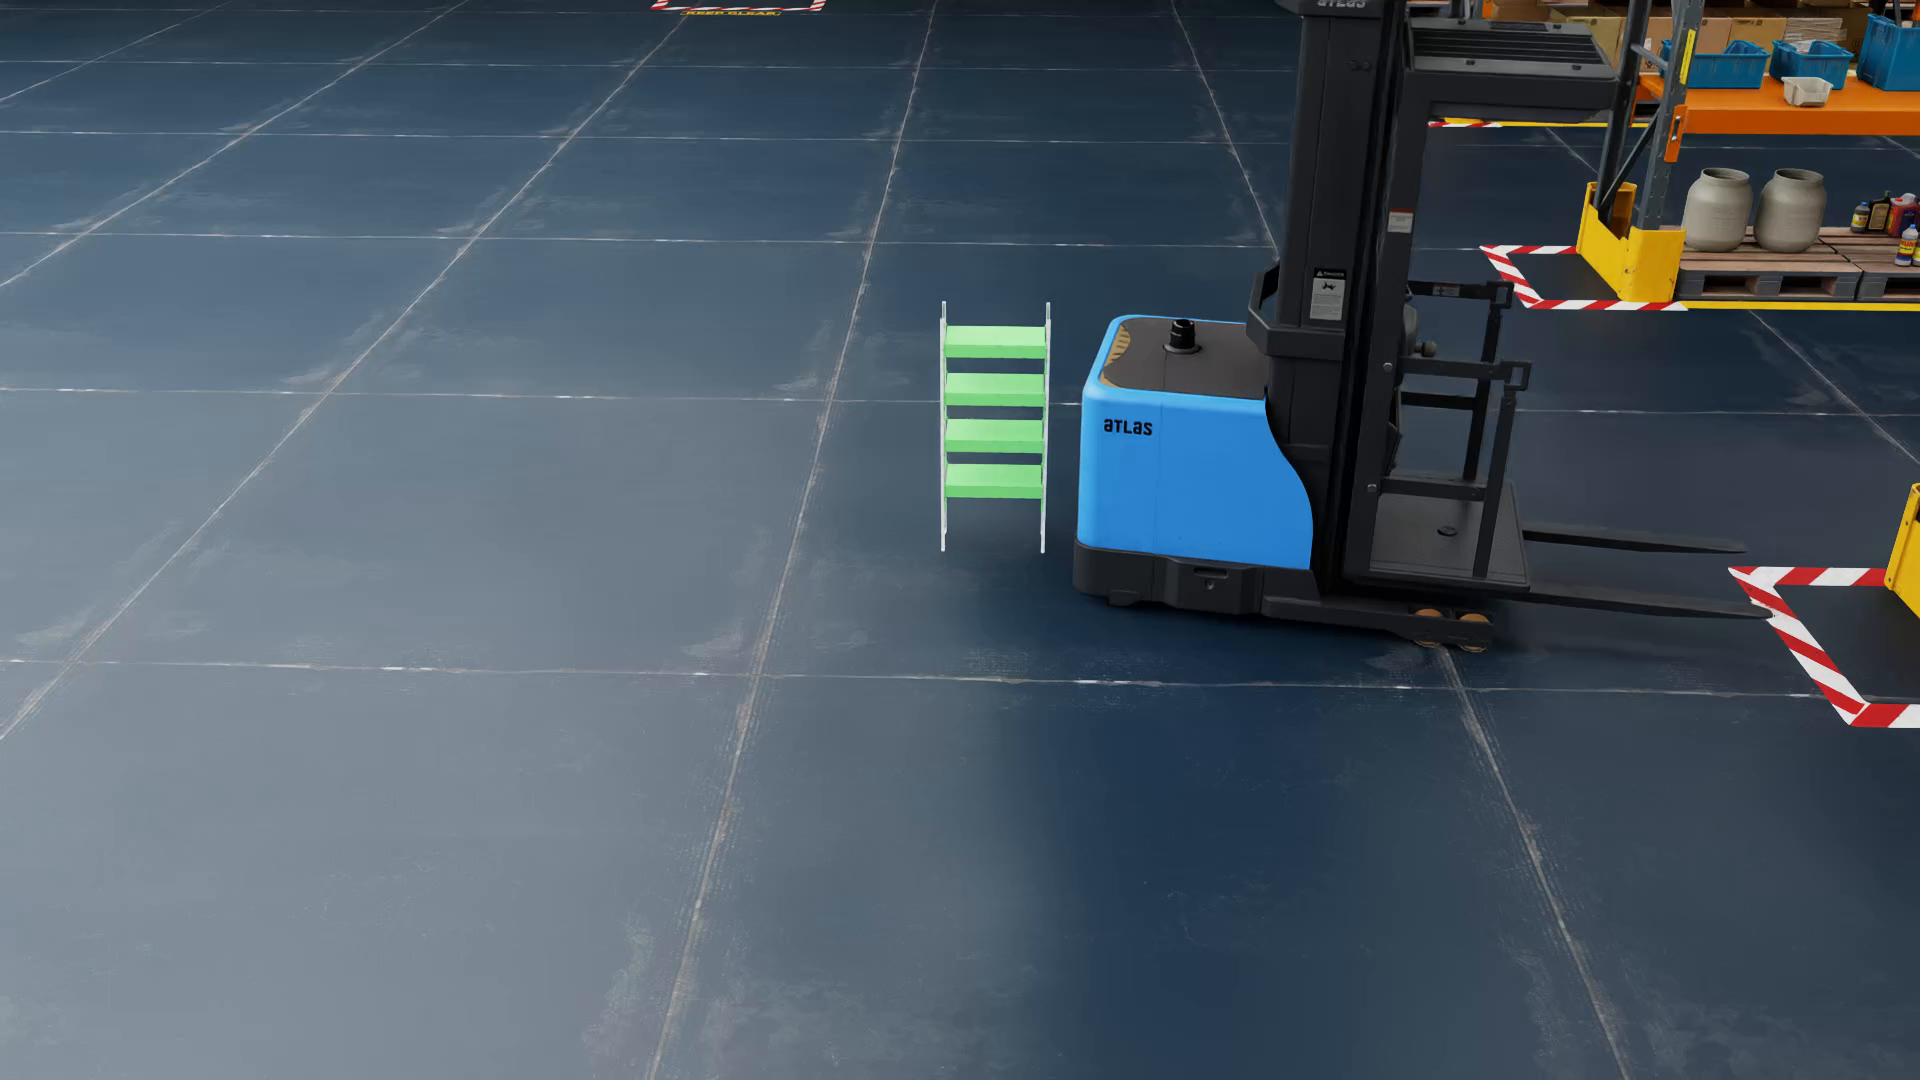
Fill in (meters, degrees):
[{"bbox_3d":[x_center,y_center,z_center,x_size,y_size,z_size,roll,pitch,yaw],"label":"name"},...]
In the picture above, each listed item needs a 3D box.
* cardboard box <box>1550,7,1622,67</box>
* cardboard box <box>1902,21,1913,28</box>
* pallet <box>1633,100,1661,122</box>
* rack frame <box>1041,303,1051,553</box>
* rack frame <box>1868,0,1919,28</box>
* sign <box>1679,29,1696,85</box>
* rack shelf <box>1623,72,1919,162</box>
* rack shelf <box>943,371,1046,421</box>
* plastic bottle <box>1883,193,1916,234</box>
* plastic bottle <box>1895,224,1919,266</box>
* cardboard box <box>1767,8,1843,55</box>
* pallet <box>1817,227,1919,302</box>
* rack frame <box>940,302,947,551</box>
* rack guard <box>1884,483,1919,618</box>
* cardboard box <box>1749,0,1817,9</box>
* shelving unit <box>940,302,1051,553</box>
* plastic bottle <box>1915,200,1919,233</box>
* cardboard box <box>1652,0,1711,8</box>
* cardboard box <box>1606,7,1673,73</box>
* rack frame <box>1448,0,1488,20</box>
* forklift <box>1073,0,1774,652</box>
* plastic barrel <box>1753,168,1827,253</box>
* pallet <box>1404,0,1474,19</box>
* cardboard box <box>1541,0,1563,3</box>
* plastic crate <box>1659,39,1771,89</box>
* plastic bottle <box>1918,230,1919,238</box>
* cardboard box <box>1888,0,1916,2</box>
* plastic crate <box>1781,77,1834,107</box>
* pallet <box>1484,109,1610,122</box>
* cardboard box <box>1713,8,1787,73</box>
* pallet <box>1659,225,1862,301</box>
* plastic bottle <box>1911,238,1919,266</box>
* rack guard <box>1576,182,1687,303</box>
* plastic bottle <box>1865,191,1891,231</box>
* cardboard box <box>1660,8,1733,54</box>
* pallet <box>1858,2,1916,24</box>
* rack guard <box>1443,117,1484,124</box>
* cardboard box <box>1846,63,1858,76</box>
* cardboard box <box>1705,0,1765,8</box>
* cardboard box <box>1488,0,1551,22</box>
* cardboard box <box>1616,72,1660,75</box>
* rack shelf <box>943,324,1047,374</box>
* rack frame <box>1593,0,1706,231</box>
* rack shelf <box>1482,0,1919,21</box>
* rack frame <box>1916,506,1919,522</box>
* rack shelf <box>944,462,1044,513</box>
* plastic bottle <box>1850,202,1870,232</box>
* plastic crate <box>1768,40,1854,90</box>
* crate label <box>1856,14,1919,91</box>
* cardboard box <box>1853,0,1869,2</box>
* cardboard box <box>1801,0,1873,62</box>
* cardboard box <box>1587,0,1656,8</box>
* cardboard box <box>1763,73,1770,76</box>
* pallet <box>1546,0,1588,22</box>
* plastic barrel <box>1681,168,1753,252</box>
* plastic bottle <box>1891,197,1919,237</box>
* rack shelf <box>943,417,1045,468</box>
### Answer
[{"bbox_3d":[5.828,-4.690,15.582,0.500,0.500,0.500,1,28,2],"label":"cardboard box"},{"bbox_3d":[9.213,-4.788,15.969,0.500,0.311,0.500,1,28,2],"label":"cardboard box"},{"bbox_3d":[6.782,-4.262,16.065,1.213,0.211,1.003,1,28,2],"label":"pallet"},{"bbox_3d":[0.409,-0.523,7.956,0.015,1.200,0.240,1,28,2],"label":"rack frame"},{"bbox_3d":[8.798,-5.443,15.314,0.127,3.000,1.000,1,28,2],"label":"rack frame"},{"bbox_3d":[4.598,-3.055,10.515,0.005,0.325,0.100,1,28,2],"label":"sign"},{"bbox_3d":[6.621,-2.839,11.172,4.000,0.370,1.077,1,28,2],"label":"rack shelf"},{"bbox_3d":[0.165,-0.683,7.881,0.480,0.148,0.258,1,28,2],"label":"rack shelf"},{"bbox_3d":[6.724,-2.339,11.898,0.135,0.276,0.152,1,28,2],"label":"plastic bottle"},{"bbox_3d":[6.423,-2.003,11.270,0.097,0.271,0.097,0,28,0],"label":"plastic bottle"},{"bbox_3d":[7.828,-4.664,15.532,0.500,0.500,0.500,1,28,2],"label":"cardboard box"},{"bbox_3d":[6.727,-1.942,11.687,1.213,0.211,1.003,1,28,2],"label":"pallet"},{"bbox_3d":[-0.078,-0.531,7.971,0.015,1.200,0.240,1,28,2],"label":"rack frame"},{"bbox_3d":[4.523,0.234,7.275,0.348,0.500,1.175,1,28,2],"label":"rack guard"},{"bbox_3d":[7.846,-4.903,15.984,0.500,0.500,0.500,1,28,2],"label":"cardboard box"},{"bbox_3d":[0.165,-0.527,7.964,0.503,1.200,0.258,1,28,2],"label":"shelving unit"},{"bbox_3d":[6.862,-2.337,11.894,0.135,0.276,0.152,0,28,0],"label":"plastic bottle"},{"bbox_3d":[6.847,-4.923,16.020,0.500,0.500,0.500,1,28,2],"label":"cardboard box"},{"bbox_3d":[6.329,-4.688,15.578,0.500,0.500,0.500,1,28,2],"label":"cardboard box"},{"bbox_3d":[4.801,-5.509,15.439,0.127,3.000,1.000,1,28,2],"label":"rack frame"},{"bbox_3d":[2.095,-1.075,7.149,3.031,2.935,1.130,6,29,11],"label":"forklift"},{"bbox_3d":[5.783,-2.293,11.581,0.421,0.512,0.421,0,28,0],"label":"plastic barrel"},{"bbox_3d":[5.858,-6.564,20.407,1.213,0.211,1.003,1,28,2],"label":"pallet"},{"bbox_3d":[6.961,-6.819,20.110,0.500,0.500,0.700,-1,28,-1],"label":"cardboard box"},{"bbox_3d":[5.133,-3.256,11.349,0.616,0.251,0.499,1,28,2],"label":"plastic crate"},{"bbox_3d":[6.877,-2.245,11.800,0.097,0.201,0.097,0,28,0],"label":"plastic bottle"},{"bbox_3d":[11.237,-6.831,20.132,0.500,0.500,0.700,1,28,2],"label":"cardboard box"},{"bbox_3d":[5.505,-2.908,10.815,0.250,0.136,0.298,1,28,2],"label":"plastic crate"},{"bbox_3d":[5.566,-4.284,16.105,1.213,0.211,1.003,1,28,2],"label":"pallet"},{"bbox_3d":[7.328,-4.670,15.544,0.500,0.500,0.500,1,28,2],"label":"cardboard box"},{"bbox_3d":[5.511,-1.963,11.728,1.213,0.211,1.003,1,28,2],"label":"pallet"},{"bbox_3d":[6.526,-1.971,11.283,0.097,0.201,0.097,0,28,0],"label":"plastic bottle"},{"bbox_3d":[4.700,-2.107,11.690,0.348,0.500,1.175,1,28,2],"label":"rack guard"},{"bbox_3d":[6.590,-2.366,11.941,0.133,0.283,0.061,2,28,3],"label":"plastic bottle"},{"bbox_3d":[6.828,-4.672,15.547,0.500,0.500,0.500,1,28,2],"label":"cardboard box"},{"bbox_3d":[10.970,-6.498,20.283,1.213,0.211,1.003,1,28,2],"label":"pallet"},{"bbox_3d":[4.777,-4.405,16.025,0.348,0.500,1.175,1,28,2],"label":"rack guard"},{"bbox_3d":[8.327,-4.319,15.681,0.500,0.250,0.500,1,28,2],"label":"cardboard box"},{"bbox_3d":[7.346,-4.915,16.006,0.500,0.500,0.500,1,28,2],"label":"cardboard box"},{"bbox_3d":[5.347,-4.941,16.055,0.500,0.500,0.500,1,28,2],"label":"cardboard box"},{"bbox_3d":[6.328,-4.351,15.743,0.500,0.250,0.500,1,28,2],"label":"cardboard box"},{"bbox_3d":[0.165,-0.895,7.769,0.480,0.148,0.258,1,28,2],"label":"rack shelf"},{"bbox_3d":[4.622,-3.190,11.065,0.127,3.000,1.000,1,28,2],"label":"rack frame"},{"bbox_3d":[6.799,-5.158,15.545,4.000,0.370,1.077,1,28,2],"label":"rack shelf"},{"bbox_3d":[4.447,-0.872,6.692,0.127,3.000,1.000,1,28,2],"label":"rack frame"},{"bbox_3d":[0.165,-0.259,8.106,0.480,0.148,0.258,1,28,2],"label":"rack shelf"},{"bbox_3d":[6.473,-2.323,11.948,0.097,0.201,0.097,0,28,0],"label":"plastic bottle"},{"bbox_3d":[5.782,-3.243,11.324,0.408,0.251,0.499,1,28,2],"label":"plastic crate"},{"bbox_3d":[6.471,-3.302,11.239,0.616,0.435,0.502,1,28,2],"label":"crate label"},{"bbox_3d":[10.732,-6.834,20.139,0.500,0.500,0.700,1,28,2],"label":"cardboard box"},{"bbox_3d":[8.346,-4.899,15.975,0.500,0.500,0.500,1,28,2],"label":"cardboard box"},{"bbox_3d":[6.347,-4.931,16.037,0.500,0.500,0.500,1,28,2],"label":"cardboard box"},{"bbox_3d":[7.327,-4.333,15.708,0.500,0.250,0.500,1,28,2],"label":"cardboard box"},{"bbox_3d":[7.074,-6.543,20.367,1.213,0.211,1.003,1,28,2],"label":"pallet"},{"bbox_3d":[5.282,-2.301,11.597,0.421,0.512,0.421,0,28,0],"label":"plastic barrel"},{"bbox_3d":[6.721,-2.292,11.802,0.133,0.283,0.061,1,28,2],"label":"plastic bottle"},{"bbox_3d":[0.165,-0.471,7.994,0.480,0.148,0.258,1,28,2],"label":"rack shelf"}]
